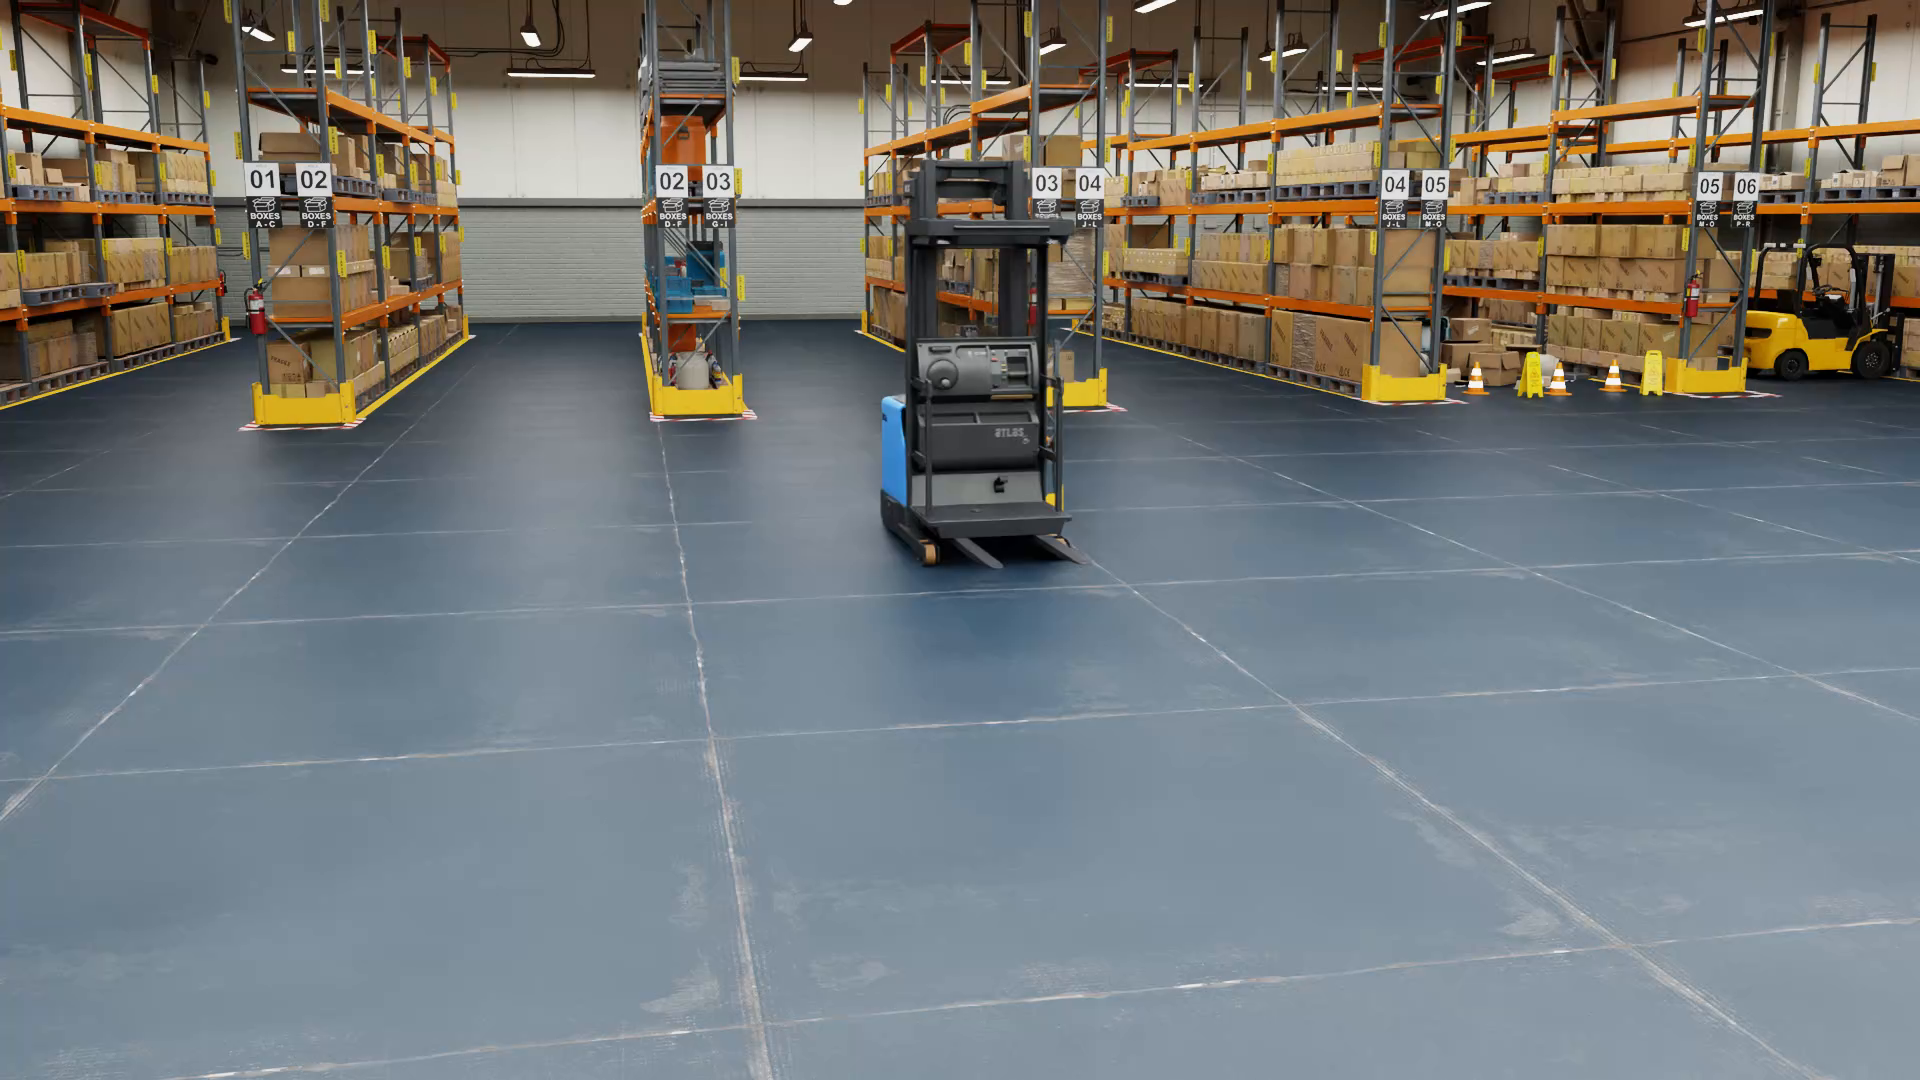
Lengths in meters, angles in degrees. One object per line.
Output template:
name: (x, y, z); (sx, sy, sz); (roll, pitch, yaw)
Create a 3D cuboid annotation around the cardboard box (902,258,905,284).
cardboard box: (-0.849, -5.301, 32.756); (0.500, 0.500, 0.500); (-2, 11, -12)

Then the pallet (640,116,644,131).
pallet: (-5.079, -7.406, 29.617); (1.213, 0.211, 1.003); (-2, 11, -11)

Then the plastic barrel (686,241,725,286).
plastic barrel: (-3.969, -4.210, 25.951); (0.600, 0.901, 0.708); (-2, 11, -11)

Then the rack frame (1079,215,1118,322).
rack frame: (3.218, -6.424, 38.927); (1.000, 3.000, 0.127); (-2, 11, -11)

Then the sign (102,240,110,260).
sign: (-14.157, -4.806, 27.541); (0.100, 0.325, 0.005); (-2, 11, -11)

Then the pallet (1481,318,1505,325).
pallet: (13.093, -5.274, 40.342); (1.003, 0.211, 1.213); (-2, 11, -11)

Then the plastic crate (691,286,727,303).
plastic crate: (-3.710, -3.615, 24.567); (0.499, 0.251, 0.616); (-2, 11, -11)

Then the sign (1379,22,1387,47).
sign: (5.795, -6.918, 22.764); (0.100, 0.325, 0.005); (-2, 11, -11)

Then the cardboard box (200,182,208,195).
cardboard box: (-15.840, -7.253, 34.268); (0.500, 0.250, 0.500); (-2, 11, -9)

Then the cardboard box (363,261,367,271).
cardboard box: (-8.636, -3.886, 23.590); (0.380, 0.149, 0.250); (-2, 11, -11)

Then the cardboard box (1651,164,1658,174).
cardboard box: (10.732, -5.625, 25.243); (0.380, 0.149, 0.250); (-2, 11, -11)

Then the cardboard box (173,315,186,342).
cardboard box: (-15.510, -4.108, 32.318); (0.700, 0.500, 0.500); (-2, 11, -10)

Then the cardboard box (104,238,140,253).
cardboard box: (-14.834, -5.204, 29.396); (0.500, 0.250, 0.500); (-2, 11, -12)

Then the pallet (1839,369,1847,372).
pallet: (15.370, -3.086, 28.846); (1.003, 0.211, 1.213); (-2, 11, -11)

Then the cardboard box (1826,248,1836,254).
cardboard box: (15.184, -5.004, 28.666); (0.380, 0.149, 0.250); (-2, 11, -10)

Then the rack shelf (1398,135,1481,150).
rack shelf: (9.221, -7.920, 33.733); (1.077, 0.370, 4.000); (-2, 11, -11)

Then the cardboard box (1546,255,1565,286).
cardboard box: (10.200, -4.526, 27.893); (0.500, 0.500, 0.500); (-2, 11, -11)

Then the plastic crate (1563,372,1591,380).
plastic crate: (9.889, -2.670, 27.011); (0.402, 0.080, 0.583); (-6, 13, -31)

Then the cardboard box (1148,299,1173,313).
cardboard box: (4.082, -4.701, 33.430); (0.500, 0.250, 0.500); (-2, 11, -9)

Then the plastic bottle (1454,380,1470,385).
plastic bottle: (7.799, -2.450, 25.908); (0.133, 0.061, 0.283); (-6, 13, -31)

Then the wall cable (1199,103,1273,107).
wall cable: (7.410, -10.630, 44.978); (2.355, 3.000, 0.029); (-2, 11, -11)

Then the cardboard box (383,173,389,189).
cardboard box: (-9.465, -5.760, 26.692); (0.500, 0.250, 0.500); (-2, 11, -12)

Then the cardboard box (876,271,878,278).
cardboard box: (-1.621, -5.780, 36.214); (0.380, 0.149, 0.250); (-2, 11, -12)

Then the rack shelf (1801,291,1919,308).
rack shelf: (15.645, -3.883, 27.499); (1.077, 0.370, 4.000); (-2, 11, -11)

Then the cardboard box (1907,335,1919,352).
cardboard box: (15.546, -3.141, 26.571); (0.500, 0.250, 0.500); (-2, 11, -12)

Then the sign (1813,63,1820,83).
sign: (14.726, -8.026, 28.588); (0.100, 0.325, 0.005); (-2, 11, -11)

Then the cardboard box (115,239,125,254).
cardboard box: (-14.628, -5.020, 28.424); (0.500, 0.250, 0.500); (-2, 11, -12)

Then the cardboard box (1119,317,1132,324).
cardboard box: (3.623, -4.689, 35.515); (0.380, 0.149, 0.250); (-2, 11, -10)

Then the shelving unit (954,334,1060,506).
shelving unit: (0.390, -1.029, 14.590); (0.587, 1.500, 1.083); (-5, 12, -25)

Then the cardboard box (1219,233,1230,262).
cardboard box: (5.053, -5.228, 29.700); (0.700, 0.500, 0.500); (-2, 11, -12)

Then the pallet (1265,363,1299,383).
pallet: (5.623, -2.711, 26.877); (1.003, 0.211, 1.213); (-2, 11, -11)

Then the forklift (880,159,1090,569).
forklift: (0.188, -1.325, 12.317); (1.130, 2.935, 3.031); (-3, 11, -13)

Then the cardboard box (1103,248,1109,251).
cardboard box: (3.430, -6.151, 36.428); (0.500, 0.500, 0.500); (-2, 11, -11)

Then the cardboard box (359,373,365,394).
cardboard box: (-8.356, -2.114, 22.510); (0.500, 0.250, 0.500); (-2, 11, -11)

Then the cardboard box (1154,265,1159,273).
cardboard box: (4.032, -5.302, 32.578); (0.380, 0.149, 0.250); (-3, 11, -14)

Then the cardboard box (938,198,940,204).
cardboard box: (-0.170, -6.006, 29.106); (0.500, 0.250, 0.500); (-2, 11, -10)

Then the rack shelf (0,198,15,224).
rack shelf: (-13.520, -4.275, 21.534); (1.077, 0.370, 4.000); (-2, 11, -11)

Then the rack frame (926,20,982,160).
rack frame: (-0.111, -7.742, 29.807); (1.000, 3.000, 0.127); (-2, 11, -11)

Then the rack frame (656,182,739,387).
rack frame: (-3.413, -3.148, 21.713); (1.000, 3.000, 0.127); (-2, 11, -11)

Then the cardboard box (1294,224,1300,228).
cardboard box: (7.979, -7.262, 38.651); (0.380, 0.149, 0.250); (-2, 11, -13)

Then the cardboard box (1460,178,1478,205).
cardboard box: (9.785, -6.504, 31.057); (0.700, 0.500, 0.500); (-2, 11, -11)

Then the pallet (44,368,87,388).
pallet: (-14.303, -2.518, 25.863); (1.003, 0.211, 1.213); (-2, 11, -11)

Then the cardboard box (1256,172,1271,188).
cardboard box: (5.258, -6.003, 27.699); (0.500, 0.250, 0.500); (-2, 11, -10)

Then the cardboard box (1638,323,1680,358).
cardboard box: (10.754, -3.050, 25.423); (0.500, 0.500, 0.500); (-2, 11, -11)

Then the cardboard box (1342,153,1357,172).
cardboard box: (5.864, -5.463, 24.067); (0.500, 0.250, 0.500); (-2, 11, -11)

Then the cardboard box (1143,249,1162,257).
cardboard box: (3.874, -5.740, 33.288); (0.380, 0.149, 0.250); (-2, 11, -9)

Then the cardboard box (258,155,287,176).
cardboard box: (-8.755, -4.845, 21.511); (0.500, 0.250, 0.500); (-2, 11, -11)

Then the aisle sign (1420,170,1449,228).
aisle sign: (6.638, -4.765, 23.256); (0.394, 0.787, 0.004); (-2, 11, -11)

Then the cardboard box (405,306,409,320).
cardboard box: (-10.557, -4.245, 30.980); (0.500, 0.250, 0.500); (-2, 11, -11)

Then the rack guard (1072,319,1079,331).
rack guard: (3.233, -5.182, 39.088); (1.175, 0.500, 0.348); (-2, 11, -11)

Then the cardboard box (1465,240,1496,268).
cardboard box: (9.689, -5.274, 30.696); (0.500, 0.500, 0.500); (-2, 11, -10)

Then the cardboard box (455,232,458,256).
cardboard box: (-10.929, -6.279, 35.222); (0.500, 0.500, 0.500); (-2, 11, -9)

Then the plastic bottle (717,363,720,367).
plastic bottle: (-3.486, -2.416, 23.954); (0.061, 0.283, 0.133); (-2, 11, -10)

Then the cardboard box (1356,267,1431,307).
cardboard box: (6.213, -3.630, 23.845); (0.875, 0.550, 0.550); (-2, 11, -11)

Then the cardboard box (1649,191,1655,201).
cardboard box: (10.739, -5.237, 25.339); (0.380, 0.149, 0.250); (-2, 11, -11)

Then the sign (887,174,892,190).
sign: (-1.433, -7.275, 33.779); (0.100, 0.325, 0.005); (-2, 11, -11)
